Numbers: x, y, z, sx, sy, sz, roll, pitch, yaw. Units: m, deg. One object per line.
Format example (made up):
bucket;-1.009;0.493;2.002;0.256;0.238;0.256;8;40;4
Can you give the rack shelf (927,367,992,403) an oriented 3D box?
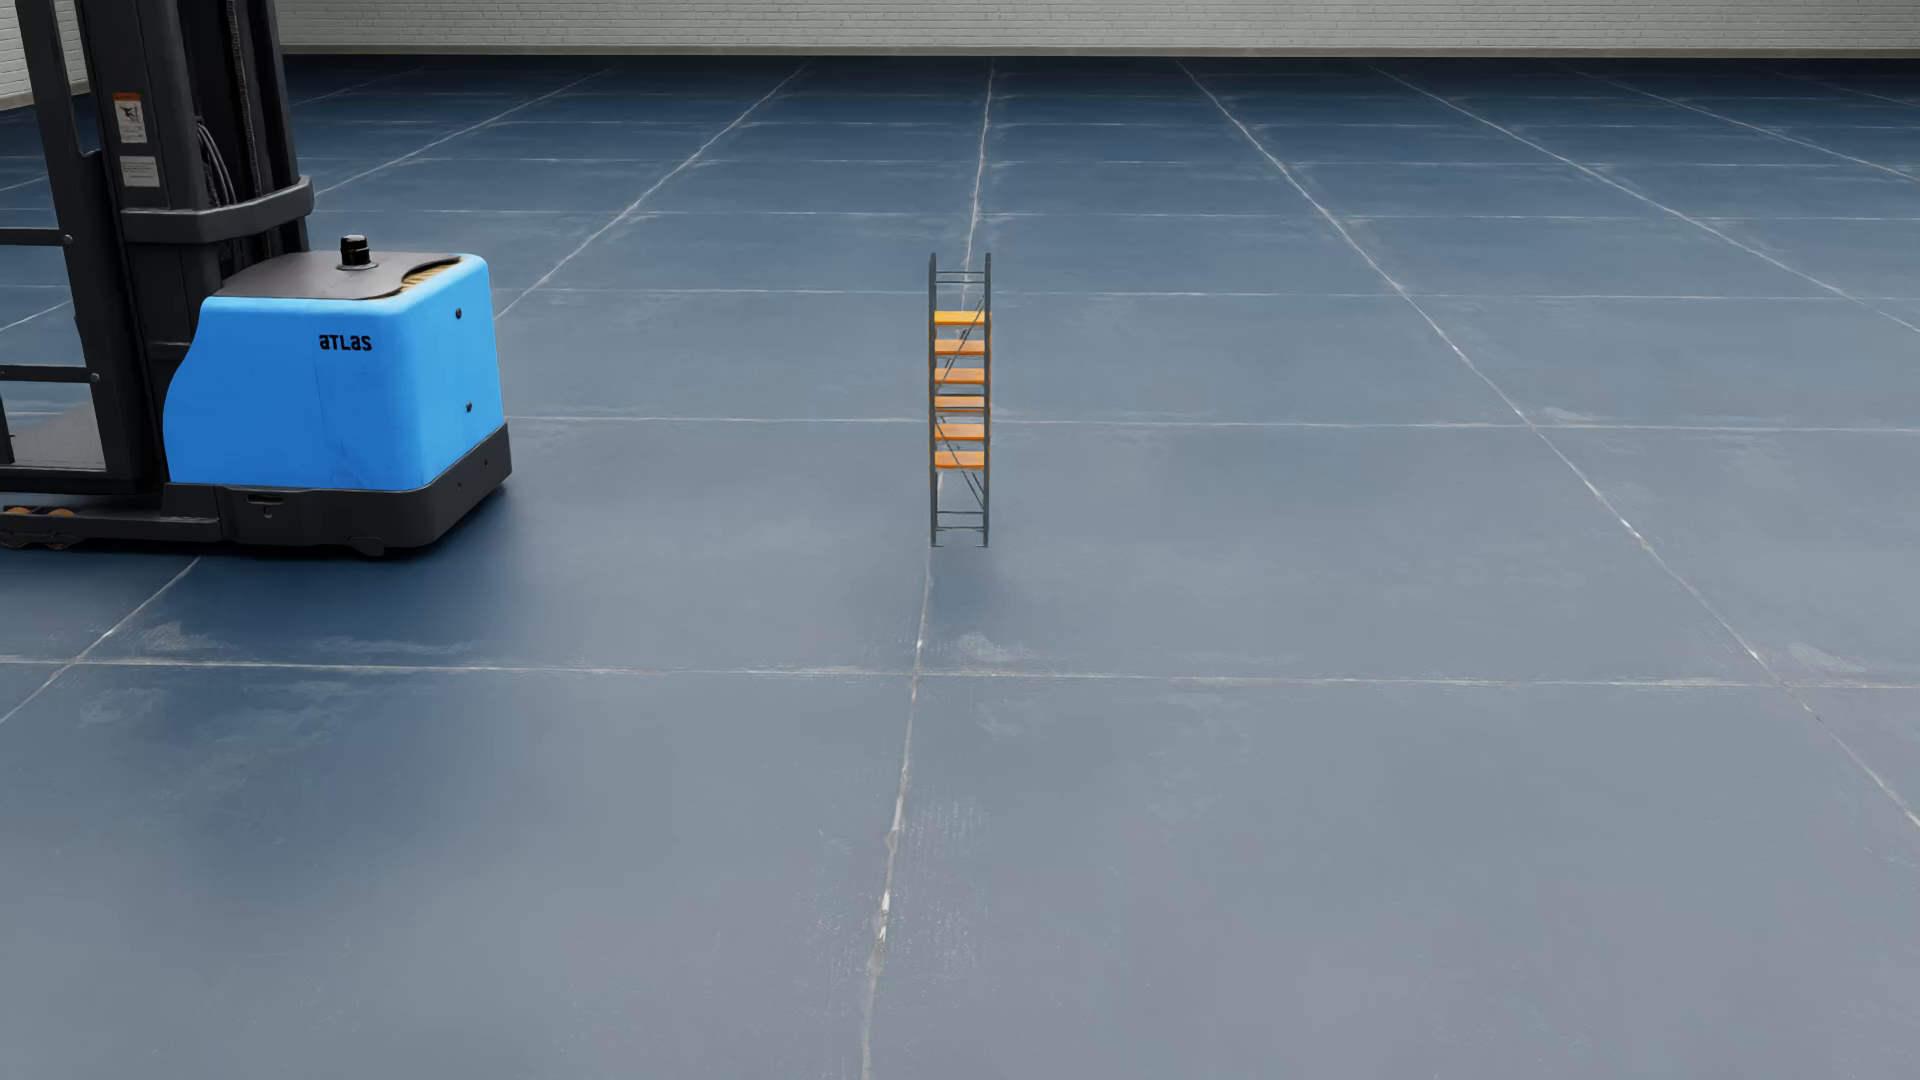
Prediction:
rack shelf;0.000;-0.635;6.798;0.258;0.103;0.180;1;21;2

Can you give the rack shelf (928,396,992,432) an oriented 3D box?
rack shelf;0.000;-0.523;6.841;0.258;0.103;0.180;1;21;2

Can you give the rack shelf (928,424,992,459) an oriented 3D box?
rack shelf;0.000;-0.411;6.885;0.258;0.103;0.180;1;21;2

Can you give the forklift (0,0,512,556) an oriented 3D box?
forklift;-3.608;-1.513;6.877;3.031;2.935;1.130;2;21;6

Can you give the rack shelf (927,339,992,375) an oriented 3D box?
rack shelf;0.000;-0.747;6.755;0.258;0.103;0.180;1;21;2

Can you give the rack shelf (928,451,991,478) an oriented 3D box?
rack shelf;0.000;-0.299;6.928;0.258;0.103;0.180;1;21;2

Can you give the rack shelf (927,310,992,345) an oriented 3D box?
rack shelf;0.000;-0.859;6.711;0.258;0.103;0.180;1;21;2

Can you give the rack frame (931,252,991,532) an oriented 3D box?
rack frame;0.003;-0.598;6.911;0.240;1.200;0.006;1;21;2

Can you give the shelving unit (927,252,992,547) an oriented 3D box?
shelving unit;0.000;-0.565;6.825;0.258;1.200;0.189;1;21;2

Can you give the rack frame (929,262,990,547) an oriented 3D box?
rack frame;-0.002;-0.532;6.740;0.240;1.200;0.006;1;21;2
